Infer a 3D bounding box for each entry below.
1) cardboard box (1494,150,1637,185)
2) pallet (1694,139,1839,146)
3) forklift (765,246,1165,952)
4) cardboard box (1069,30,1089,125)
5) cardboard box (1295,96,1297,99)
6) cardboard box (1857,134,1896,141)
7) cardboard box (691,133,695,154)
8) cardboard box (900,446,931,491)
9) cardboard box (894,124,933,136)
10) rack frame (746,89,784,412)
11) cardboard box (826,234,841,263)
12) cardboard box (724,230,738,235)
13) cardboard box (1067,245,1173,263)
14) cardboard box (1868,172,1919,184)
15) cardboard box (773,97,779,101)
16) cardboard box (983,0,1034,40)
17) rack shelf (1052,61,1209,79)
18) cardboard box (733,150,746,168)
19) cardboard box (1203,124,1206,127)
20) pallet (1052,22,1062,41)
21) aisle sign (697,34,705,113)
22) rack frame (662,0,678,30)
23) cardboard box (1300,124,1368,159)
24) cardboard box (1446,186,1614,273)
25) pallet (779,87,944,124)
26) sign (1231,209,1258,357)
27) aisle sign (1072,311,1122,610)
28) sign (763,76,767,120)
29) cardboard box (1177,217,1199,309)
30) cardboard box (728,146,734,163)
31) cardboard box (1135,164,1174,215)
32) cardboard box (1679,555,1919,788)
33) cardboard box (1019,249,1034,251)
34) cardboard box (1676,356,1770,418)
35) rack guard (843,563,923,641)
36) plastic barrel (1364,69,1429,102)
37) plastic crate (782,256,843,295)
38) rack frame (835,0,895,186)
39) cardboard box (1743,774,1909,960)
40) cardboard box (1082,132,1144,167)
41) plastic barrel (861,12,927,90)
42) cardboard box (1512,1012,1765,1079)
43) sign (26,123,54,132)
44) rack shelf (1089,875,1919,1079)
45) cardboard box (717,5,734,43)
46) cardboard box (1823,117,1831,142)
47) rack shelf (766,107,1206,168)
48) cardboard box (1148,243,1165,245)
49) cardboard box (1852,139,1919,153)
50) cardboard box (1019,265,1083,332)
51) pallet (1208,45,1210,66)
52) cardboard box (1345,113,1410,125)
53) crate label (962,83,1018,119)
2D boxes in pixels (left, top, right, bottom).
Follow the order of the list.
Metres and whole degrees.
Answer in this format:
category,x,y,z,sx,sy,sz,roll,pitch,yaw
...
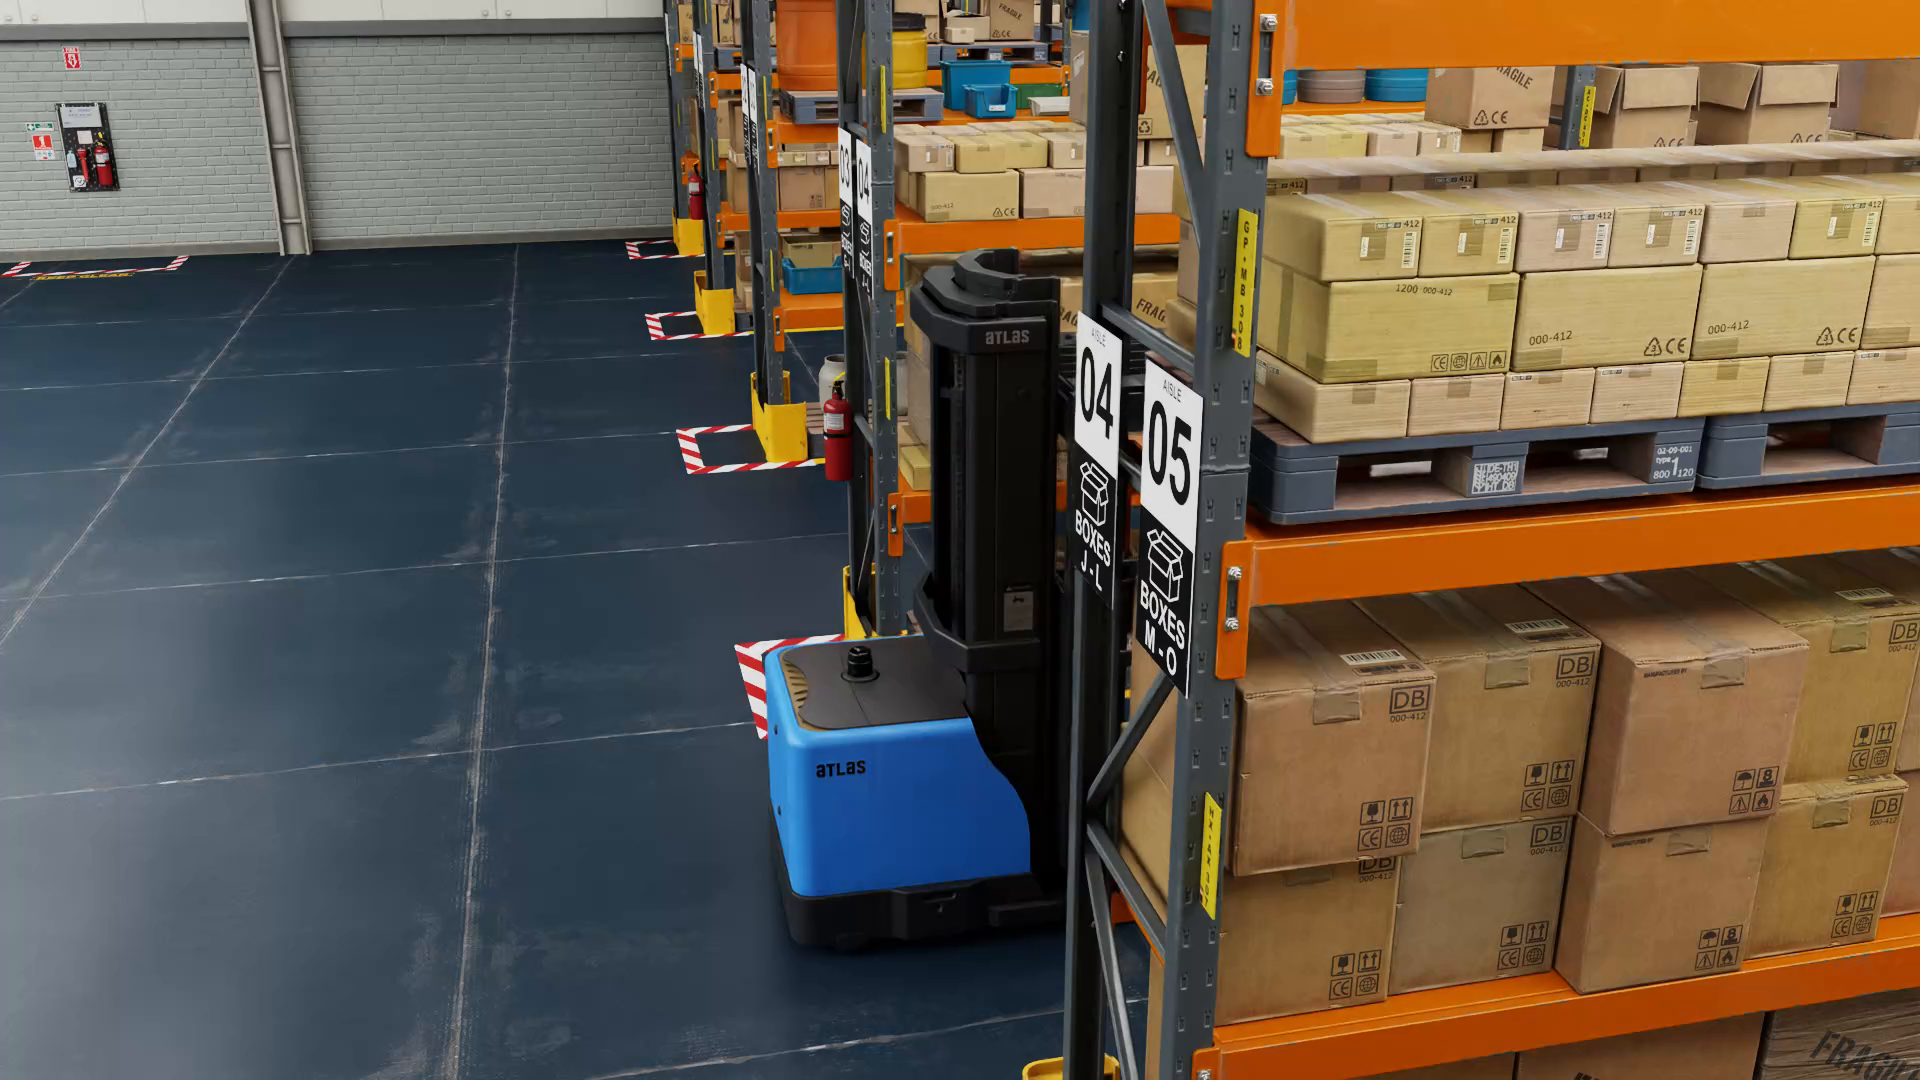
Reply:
category,x,y,z,sx,sy,sz,roll,pitch,yaw
cardboard box,1.767,-1.048,4.903,0.250,0.149,0.380,-5,21,-12
pallet,5.013,-2.320,10.200,1.003,0.211,1.213,-5,21,-12
forklift,0.644,0.185,7.548,3.031,2.935,1.130,-4,21,-12
cardboard box,0.937,-2.624,9.452,0.500,0.500,0.500,-5,21,-12
cardboard box,4.896,-6.381,24.767,0.500,0.500,0.500,-4,20,-11
cardboard box,5.897,-2.356,10.242,0.500,0.250,0.500,-4,21,-11
cardboard box,-3.522,-5.602,23.435,0.500,0.250,0.500,-4,21,-12
cardboard box,-0.181,-0.412,9.443,0.250,0.149,0.380,-5,21,-12
cardboard box,-0.315,-2.239,9.342,0.250,0.149,0.380,-5,21,-12
rack frame,-1.653,-2.245,14.082,0.127,3.000,1.000,-5,21,-12
cardboard box,-1.246,-3.213,19.023,0.500,0.500,0.500,-5,21,-12
cardboard box,-3.239,-4.530,23.589,0.500,0.311,0.500,-7,21,-19
cardboard box,0.938,-1.450,9.879,0.500,0.500,0.500,-5,21,-12
cardboard box,2.662,-0.888,4.468,0.250,0.149,0.380,-4,21,-12
cardboard box,-2.411,-5.864,23.060,0.500,0.500,0.500,-5,21,-14
cardboard box,0.553,-5.987,18.976,0.500,0.500,0.500,-3,20,-8
rack shelf,3.050,-5.449,19.513,4.000,0.370,1.077,-5,21,-12
cardboard box,-2.358,-4.214,18.368,0.250,0.149,0.380,-5,21,-13
cardboard box,1.230,-2.345,9.634,0.250,0.149,0.380,-6,21,-15
pallet,1.594,-7.294,23.778,1.003,0.211,1.213,-5,21,-12
aisle sign,-2.783,-5.016,17.868,0.004,0.787,0.394,-5,21,-12
rack frame,-3.933,-8.378,22.103,0.127,3.000,1.000,-5,21,-12
cardboard box,2.093,-2.241,9.348,0.250,0.149,0.380,-4,20,-10
cardboard box,1.421,-0.788,4.193,0.250,0.149,0.380,-5,21,-13
pallet,-0.825,-3.597,13.688,1.213,0.211,1.003,-5,21,-12
sign,0.652,-0.589,3.813,0.005,0.325,0.100,-5,21,-12
aisle sign,0.392,-0.234,4.813,0.004,0.787,0.394,-5,21,-12
sign,-1.531,-3.473,13.061,0.005,0.325,0.100,-5,21,-12
cardboard box,0.942,-0.773,4.732,0.500,0.250,0.500,-4,21,-12
cardboard box,-2.461,-4.349,18.737,0.250,0.149,0.380,-5,21,-13
cardboard box,0.999,-1.957,9.154,0.500,0.250,0.500,-5,21,-13
cardboard box,2.476,0.329,5.268,0.500,0.550,0.875,-5,21,-12
cardboard box,0.580,-3.546,19.931,0.500,0.500,0.500,-5,21,-12
cardboard box,1.920,-0.453,4.439,0.250,0.149,0.380,-5,21,-12
rack guard,-0.439,0.581,10.002,0.348,0.500,1.175,-5,21,-12
plastic barrel,3.958,-4.422,14.935,0.708,0.901,0.600,-5,21,-12
plastic crate,-1.235,-2.315,14.489,0.616,0.251,0.499,-5,21,-12
rack frame,-0.513,-3.404,8.524,0.127,3.000,1.000,-5,21,-12
cardboard box,2.491,0.857,5.395,0.500,0.550,0.875,-5,21,-12
cardboard box,0.819,-2.122,9.023,0.250,0.149,0.380,-5,21,-13
plastic barrel,-0.573,-4.072,13.824,0.600,0.588,0.600,0,20,0
cardboard box,2.030,1.736,5.694,0.875,0.875,0.875,-5,21,-13
sign,-12.259,-5.502,22.151,0.331,0.109,0.001,-5,21,-12
rack shelf,2.476,1.261,5.558,4.000,0.370,1.077,-5,21,-12
cardboard box,-3.019,-6.999,22.525,0.500,0.500,0.500,-3,20,-9
cardboard box,5.181,-2.581,10.369,0.250,0.166,0.380,-5,21,-14
rack shelf,0.293,-3.474,14.122,4.000,0.370,1.077,-5,21,-12
cardboard box,2.555,-3.418,19.856,0.500,0.311,0.500,-5,21,-14
cardboard box,2.998,-1.148,5.177,0.250,0.149,0.380,-4,21,-12
cardboard box,0.573,-1.233,9.287,0.500,0.500,0.500,-5,21,-12
pallet,3.269,-5.683,19.381,1.213,0.211,1.003,-4,20,-10
cardboard box,2.479,-2.448,9.914,0.250,0.149,0.380,-5,21,-12
crate label,0.245,-3.621,13.694,0.408,0.251,0.502,-5,21,-12
